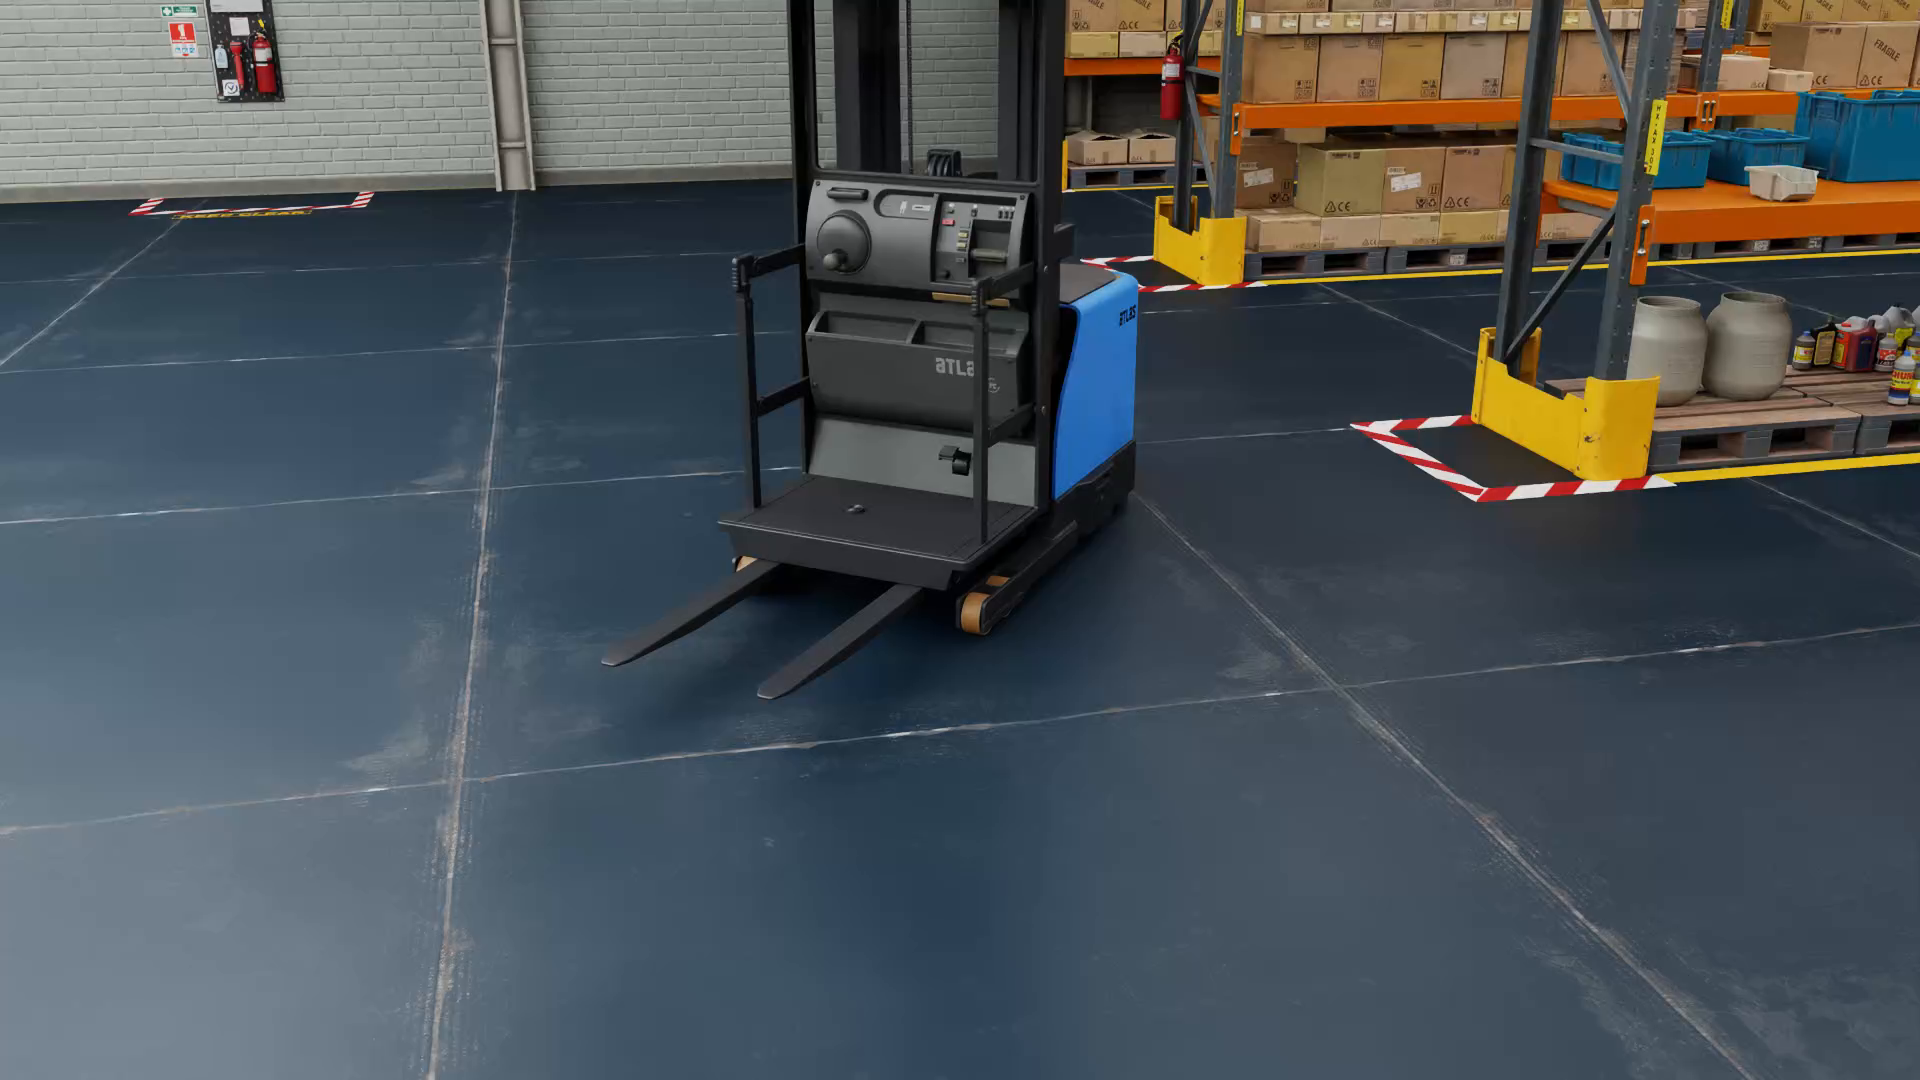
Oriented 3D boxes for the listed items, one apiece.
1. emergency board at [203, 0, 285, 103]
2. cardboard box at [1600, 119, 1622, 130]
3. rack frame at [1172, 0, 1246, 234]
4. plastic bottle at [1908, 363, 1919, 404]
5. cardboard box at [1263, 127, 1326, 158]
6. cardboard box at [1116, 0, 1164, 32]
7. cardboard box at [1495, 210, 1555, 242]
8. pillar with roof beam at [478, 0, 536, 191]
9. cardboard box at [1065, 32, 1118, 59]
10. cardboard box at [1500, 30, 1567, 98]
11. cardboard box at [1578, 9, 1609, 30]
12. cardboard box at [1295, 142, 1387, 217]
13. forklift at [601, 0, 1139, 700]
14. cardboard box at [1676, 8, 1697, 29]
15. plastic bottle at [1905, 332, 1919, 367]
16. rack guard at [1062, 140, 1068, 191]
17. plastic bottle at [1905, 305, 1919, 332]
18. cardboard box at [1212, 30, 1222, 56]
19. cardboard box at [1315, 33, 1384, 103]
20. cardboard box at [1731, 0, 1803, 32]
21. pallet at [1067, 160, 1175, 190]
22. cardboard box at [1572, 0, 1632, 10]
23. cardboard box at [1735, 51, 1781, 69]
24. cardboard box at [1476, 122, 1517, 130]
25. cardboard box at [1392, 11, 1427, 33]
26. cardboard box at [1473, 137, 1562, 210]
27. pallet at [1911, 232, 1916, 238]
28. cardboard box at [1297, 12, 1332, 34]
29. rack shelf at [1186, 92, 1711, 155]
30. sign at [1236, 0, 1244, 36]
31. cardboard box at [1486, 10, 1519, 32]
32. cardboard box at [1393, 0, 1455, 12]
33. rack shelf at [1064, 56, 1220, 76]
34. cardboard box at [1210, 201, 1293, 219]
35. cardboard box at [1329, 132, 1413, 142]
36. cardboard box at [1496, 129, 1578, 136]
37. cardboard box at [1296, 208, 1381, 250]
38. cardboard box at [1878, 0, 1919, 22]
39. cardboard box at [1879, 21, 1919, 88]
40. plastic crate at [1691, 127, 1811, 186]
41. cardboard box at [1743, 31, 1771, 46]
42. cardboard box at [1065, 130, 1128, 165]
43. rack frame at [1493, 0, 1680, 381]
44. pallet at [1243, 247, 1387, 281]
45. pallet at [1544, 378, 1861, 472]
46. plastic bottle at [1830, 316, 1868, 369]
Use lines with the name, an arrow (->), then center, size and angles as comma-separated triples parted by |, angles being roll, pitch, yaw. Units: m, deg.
emergency board -> -7.025, -4.880, 16.276 | 0.643, 1.169, 0.194 | -5, 21, -12
cardboard box -> 7.314, -4.783, 19.004 | 0.500, 0.500, 0.700 | -5, 21, -13
rack frame -> 1.889, -3.535, 12.604 | 0.127, 3.000, 1.000 | -5, 21, -12
plastic bottle -> 4.962, -0.817, 8.612 | 0.097, 0.201, 0.097 | 0, 20, 0
cardboard box -> 3.637, -4.447, 18.087 | 0.500, 0.500, 0.500 | -6, 21, -17
cardboard box -> 1.762, -5.457, 16.949 | 0.500, 0.500, 0.500 | -5, 21, -12
cardboard box -> 4.408, -2.567, 13.348 | 0.500, 0.250, 0.500 | -5, 21, -12
pillar with roof beam -> -3.621, -6.439, 11.809 | 0.400, 9.000, 9.100 | -5, 21, -12
cardboard box -> 1.293, -5.064, 16.967 | 0.500, 0.250, 0.500 | -5, 21, -14
cardboard box -> 4.350, -3.779, 13.125 | 0.500, 0.500, 0.700 | -4, 21, -12
cardboard box -> 4.815, -4.048, 12.917 | 0.250, 0.149, 0.380 | -5, 21, -13
cardboard box -> 2.948, -2.801, 12.898 | 0.500, 0.500, 0.500 | -5, 21, -12
forklift -> -0.262, -1.182, 6.280 | 1.130, 2.935, 3.031 | 9, 22, 23
cardboard box -> 5.566, -4.110, 13.085 | 0.250, 0.149, 0.380 | -5, 21, -13
plastic bottle -> 5.328, -1.061, 9.278 | 0.097, 0.201, 0.097 | 0, 20, 0
rack guard -> 0.819, -4.025, 17.576 | 0.348, 0.500, 1.175 | -5, 21, -12
plastic bottle -> 5.439, -1.182, 9.393 | 0.185, 0.351, 0.144 | -5, 21, -13
cardboard box -> 2.785, -5.188, 17.304 | 0.500, 0.250, 0.500 | -4, 21, -12
cardboard box -> 2.856, -3.658, 12.794 | 0.500, 0.500, 0.700 | -4, 21, -11
cardboard box -> 9.062, -5.975, 18.657 | 0.500, 0.500, 0.500 | -4, 21, -11
pallet -> 1.618, -3.942, 17.769 | 1.213, 0.211, 1.003 | -5, 21, -12
cardboard box -> 4.859, -4.430, 13.016 | 0.500, 0.500, 0.700 | -5, 21, -13
cardboard box -> 6.595, -3.920, 13.849 | 0.258, 0.266, 0.396 | -5, 21, -14
cardboard box -> 5.841, -4.664, 18.680 | 0.500, 0.500, 0.700 | -5, 21, -14
cardboard box -> 3.324, -3.928, 12.588 | 0.250, 0.149, 0.380 | -5, 21, -14
cardboard box -> 4.405, -2.923, 13.231 | 0.500, 0.500, 0.500 | -5, 21, -12
pallet -> 8.864, -2.807, 14.670 | 1.213, 0.211, 1.003 | -5, 21, -12
cardboard box -> 2.576, -3.867, 12.423 | 0.250, 0.149, 0.380 | -5, 21, -14
rack shelf -> 3.835, -3.355, 13.160 | 4.000, 0.370, 1.077 | -5, 21, -12
sign -> 2.010, -3.792, 11.933 | 0.005, 0.325, 0.100 | -5, 21, -12
cardboard box -> 4.072, -3.988, 12.752 | 0.250, 0.149, 0.380 | -4, 20, -11
cardboard box -> 3.398, -4.312, 12.692 | 0.500, 0.500, 0.700 | -5, 21, -12
rack shelf -> 2.691, -5.013, 17.685 | 4.000, 0.370, 1.077 | -5, 21, -12
cardboard box -> 2.342, -2.582, 13.390 | 0.500, 0.250, 0.500 | -5, 21, -12
cardboard box -> 3.312, -3.019, 13.493 | 0.500, 0.500, 0.500 | -5, 21, -12
cardboard box -> 4.773, -3.136, 13.810 | 0.500, 0.500, 0.500 | -5, 21, -12
cardboard box -> 2.947, -2.450, 13.028 | 0.500, 0.250, 0.500 | -5, 21, -12
cardboard box -> 10.562, -6.096, 18.988 | 0.500, 0.500, 0.500 | -4, 21, -11
cardboard box -> 8.045, -4.077, 13.938 | 0.500, 0.500, 0.500 | -6, 21, -15
plastic crate -> 4.076, -1.996, 8.619 | 0.408, 0.251, 0.499 | -5, 21, -12
cardboard box -> 8.904, -5.666, 18.757 | 0.250, 0.149, 0.380 | -5, 21, -13
cardboard box -> 1.439, -4.162, 17.584 | 0.500, 0.311, 0.500 | -7, 21, -19
rack frame -> 3.025, -1.877, 8.077 | 0.127, 3.000, 1.000 | -5, 21, -12
pallet -> 2.623, -2.300, 13.287 | 1.213, 0.211, 1.003 | -5, 21, -12
pallet -> 3.880, -0.652, 8.786 | 1.213, 0.211, 1.003 | -5, 21, -12
plastic bottle -> 4.963, -1.107, 9.296 | 0.135, 0.276, 0.152 | -4, 21, -12
